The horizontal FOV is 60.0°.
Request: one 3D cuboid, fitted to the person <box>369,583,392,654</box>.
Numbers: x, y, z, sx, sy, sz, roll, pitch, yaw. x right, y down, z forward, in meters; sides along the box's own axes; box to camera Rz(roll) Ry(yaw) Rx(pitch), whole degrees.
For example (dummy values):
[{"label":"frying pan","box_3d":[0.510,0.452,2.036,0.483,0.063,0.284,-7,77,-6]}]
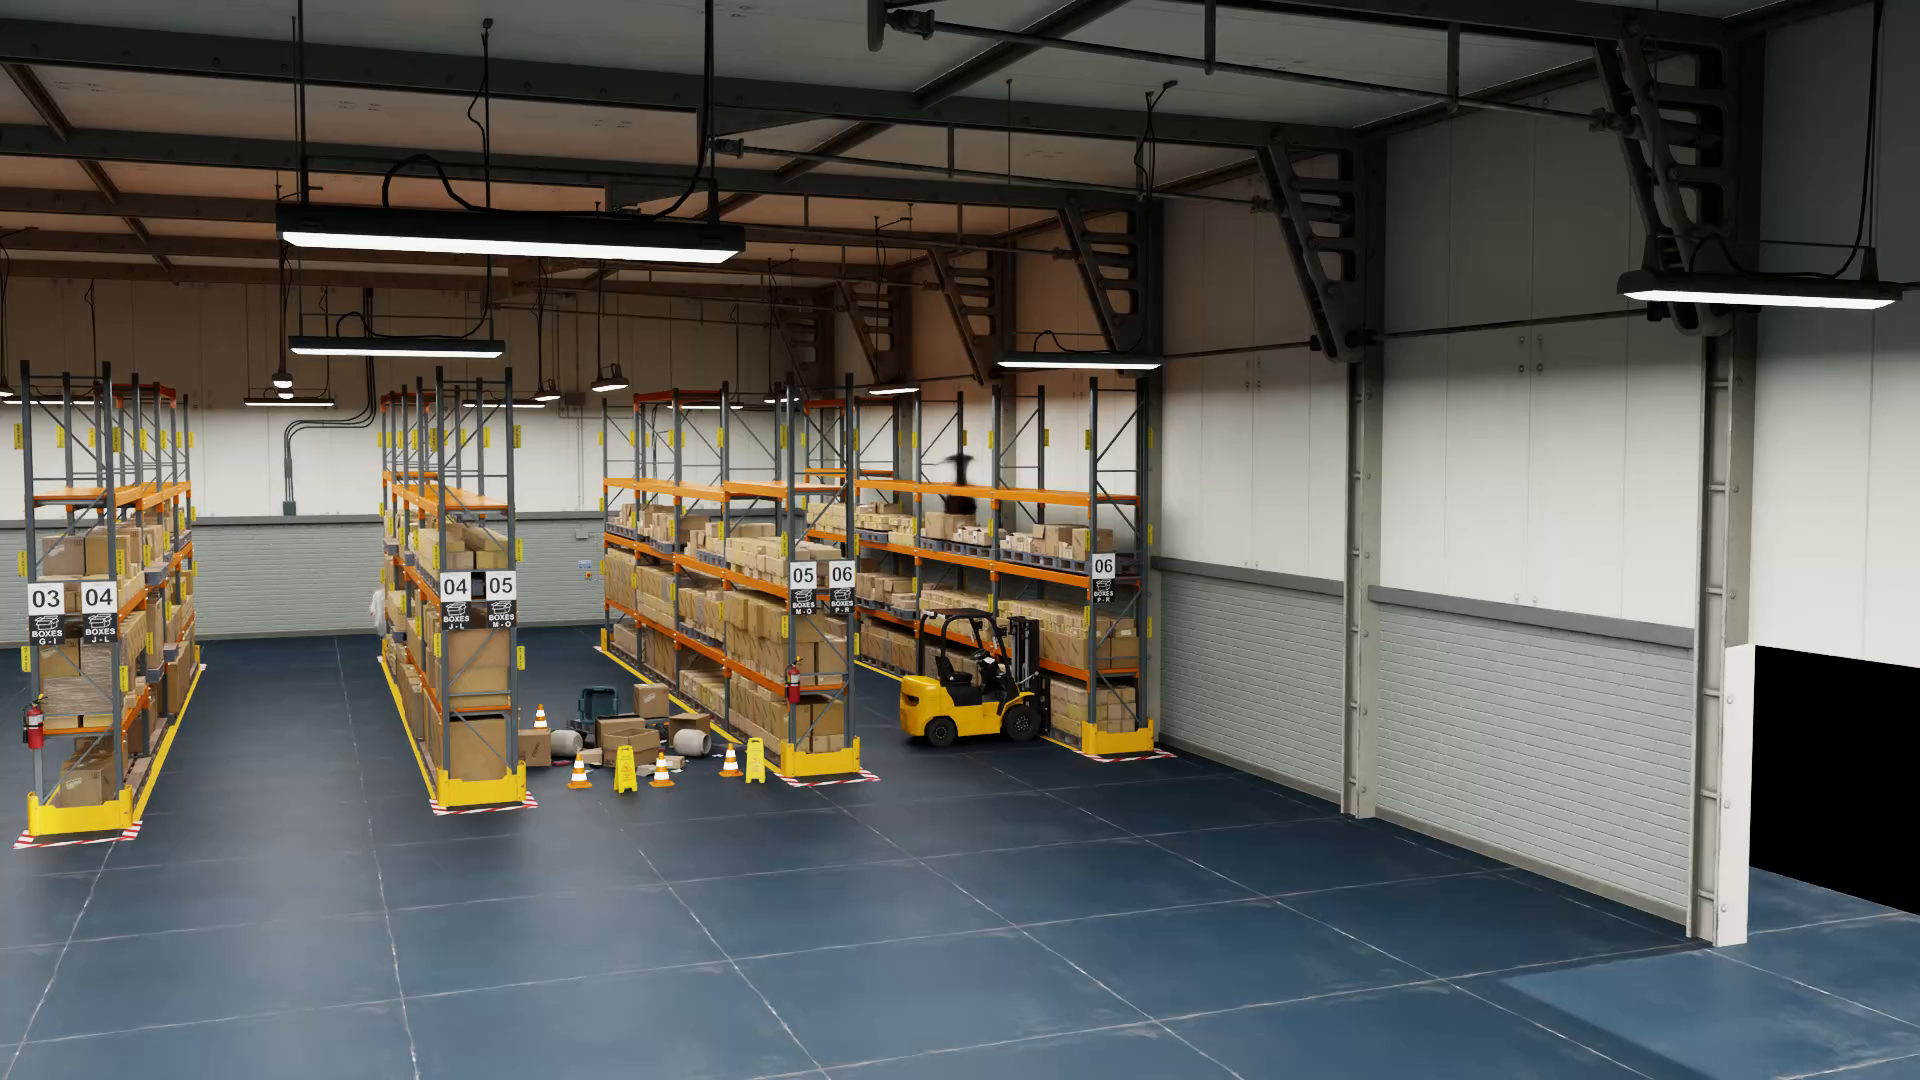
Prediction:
[{"label":"person","box_3d":[-13.485,1.793,39.082,0.696,1.725,0.701,1,3,9]}]
